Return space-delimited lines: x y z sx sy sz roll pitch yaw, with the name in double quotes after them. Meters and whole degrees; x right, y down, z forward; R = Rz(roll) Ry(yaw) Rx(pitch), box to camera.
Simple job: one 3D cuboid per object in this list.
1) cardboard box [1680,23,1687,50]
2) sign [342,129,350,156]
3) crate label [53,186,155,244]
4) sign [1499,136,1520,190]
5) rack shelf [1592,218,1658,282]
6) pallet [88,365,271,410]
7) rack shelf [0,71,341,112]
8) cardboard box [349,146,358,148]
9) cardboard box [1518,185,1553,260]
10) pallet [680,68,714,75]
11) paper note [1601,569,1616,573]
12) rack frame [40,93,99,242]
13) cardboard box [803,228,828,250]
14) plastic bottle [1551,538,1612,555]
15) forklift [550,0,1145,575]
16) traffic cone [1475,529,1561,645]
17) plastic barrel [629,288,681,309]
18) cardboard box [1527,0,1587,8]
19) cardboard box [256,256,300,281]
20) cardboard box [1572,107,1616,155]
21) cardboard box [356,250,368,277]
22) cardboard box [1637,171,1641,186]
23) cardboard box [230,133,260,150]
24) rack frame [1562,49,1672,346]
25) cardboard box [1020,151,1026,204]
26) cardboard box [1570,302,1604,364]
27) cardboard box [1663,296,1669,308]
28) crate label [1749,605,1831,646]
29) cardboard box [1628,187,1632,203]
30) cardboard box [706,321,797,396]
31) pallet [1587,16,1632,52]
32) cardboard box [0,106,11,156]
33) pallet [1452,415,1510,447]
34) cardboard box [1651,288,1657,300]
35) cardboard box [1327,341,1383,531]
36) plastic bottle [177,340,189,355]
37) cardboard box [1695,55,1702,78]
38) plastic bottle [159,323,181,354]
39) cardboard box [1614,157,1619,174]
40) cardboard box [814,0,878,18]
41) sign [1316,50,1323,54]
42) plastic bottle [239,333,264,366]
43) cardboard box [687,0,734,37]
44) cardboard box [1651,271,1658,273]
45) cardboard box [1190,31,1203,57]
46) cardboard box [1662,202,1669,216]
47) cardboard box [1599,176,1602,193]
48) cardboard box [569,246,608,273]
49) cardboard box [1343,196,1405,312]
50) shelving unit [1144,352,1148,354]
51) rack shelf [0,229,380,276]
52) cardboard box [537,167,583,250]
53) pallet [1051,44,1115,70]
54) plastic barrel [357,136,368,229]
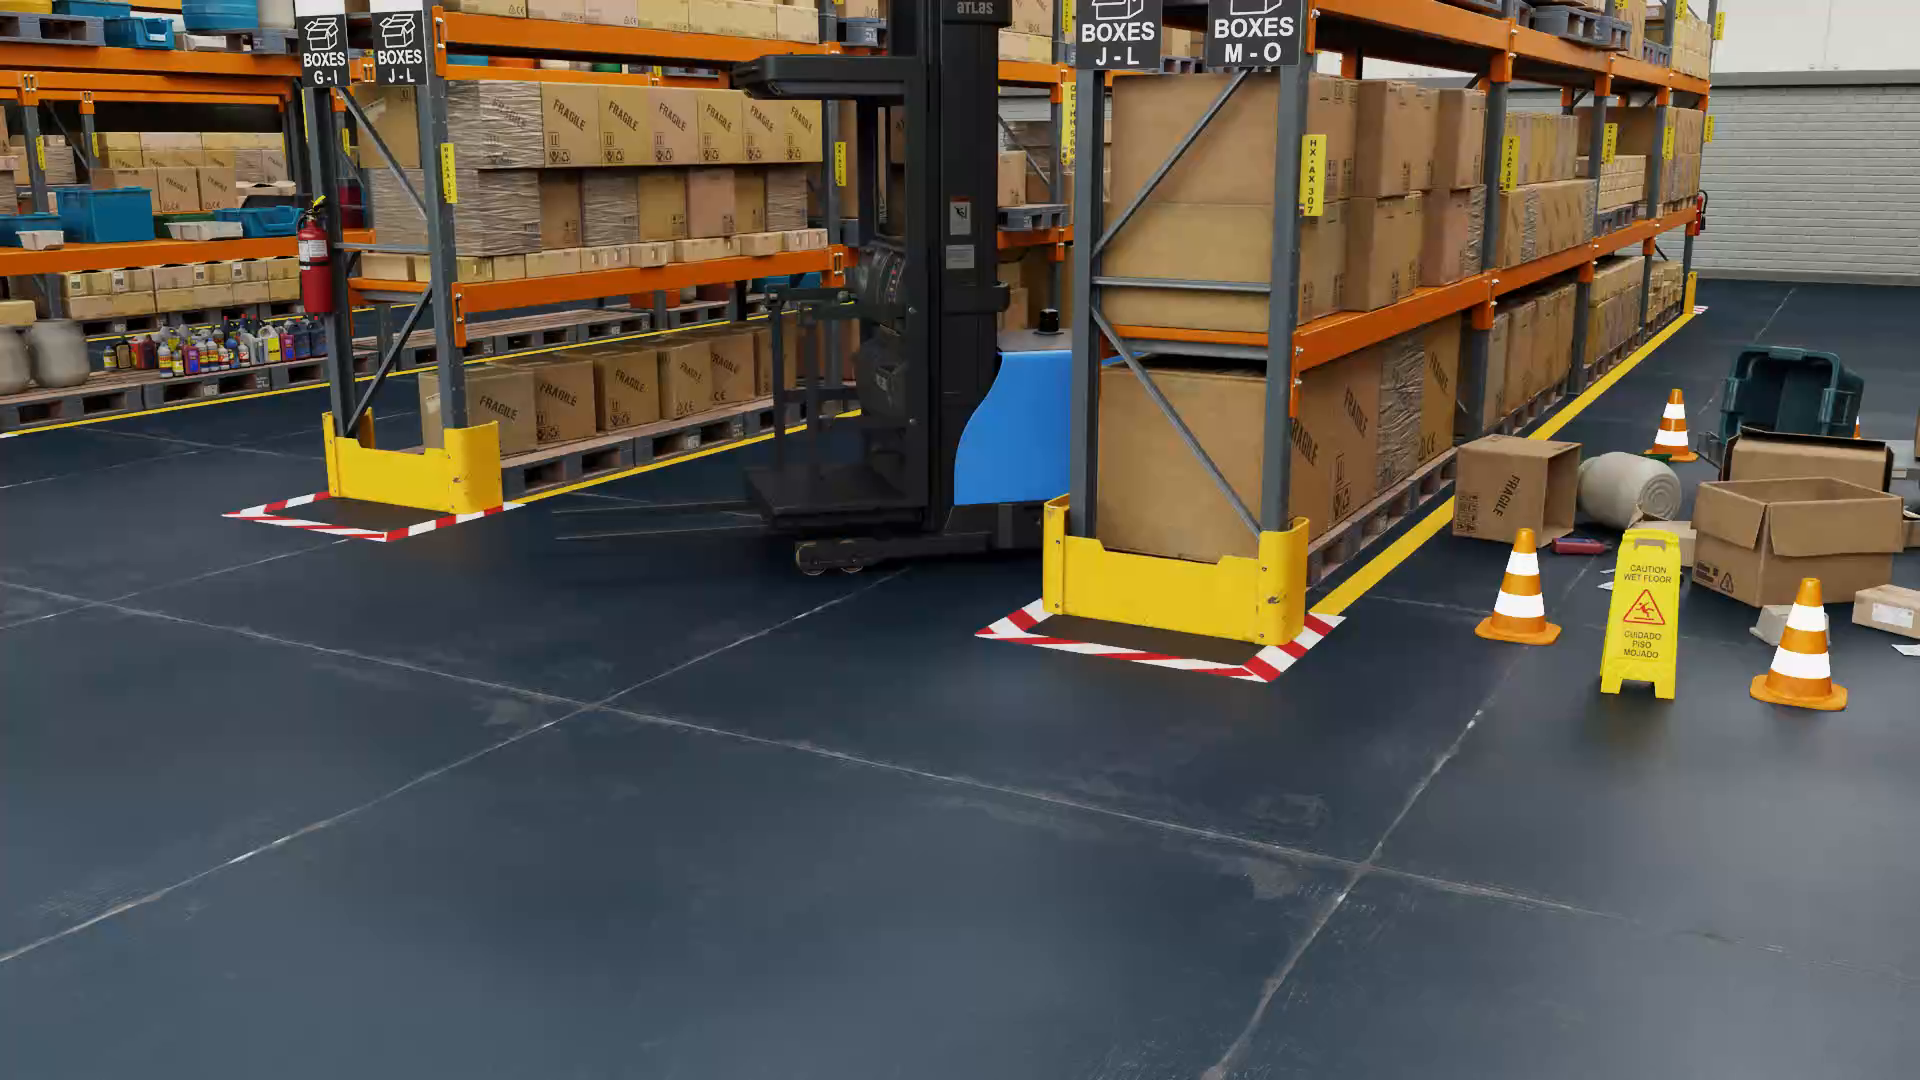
7.455 -5.367 17.750 0.500 0.250 0.500 7 15 28 "cardboard box"
-7.642 -4.952 20.702 0.100 0.325 0.005 7 15 28 "sign"
-7.010 -2.673 13.646 0.502 0.435 0.616 7 15 28 "crate label"
3.386 -2.321 10.245 0.100 0.325 0.005 7 15 28 "sign"
5.800 -2.806 15.806 1.077 0.370 4.000 7 15 28 "rack shelf"
-6.679 -1.328 14.093 1.003 0.211 1.213 7 15 28 "pallet"
-9.097 -5.149 19.126 1.077 0.370 4.000 7 15 28 "rack shelf"
-10.258 -6.087 27.243 0.980 0.700 0.700 8 16 29 "cardboard box"
3.877 -2.256 11.779 0.500 0.500 0.500 7 15 28 "cardboard box"
-2.701 -5.671 20.159 1.003 0.211 1.213 7 15 28 "pallet"
3.274 0.155 8.367 0.123 0.001 0.032 -8 16 -30 "paper note"
-12.468 -5.011 23.420 1.000 3.000 0.127 7 15 28 "rack frame"
-1.240 -2.308 12.741 0.380 0.149 0.250 7 15 28 "cardboard box"
3.275 0.035 8.759 0.283 0.061 0.133 2 14 9 "plastic bottle"
-0.602 -1.385 8.526 3.031 2.935 1.130 -4 14 -15 "forklift"
2.466 0.181 7.294 0.336 0.463 0.334 7 15 28 "traffic cone"
-3.574 -3.140 19.394 0.600 0.830 0.708 7 15 28 "plastic barrel"
4.238 -4.116 11.985 0.500 0.500 0.500 7 15 28 "cardboard box"
-8.413 -3.348 20.296 0.500 0.311 0.500 7 15 27 "cardboard box"
6.758 -4.372 17.787 0.500 0.500 0.500 7 15 26 "cardboard box"
-7.660 -3.511 21.590 0.500 0.500 0.500 8 16 30 "cardboard box"
6.621 -3.634 16.713 0.380 0.149 0.250 7 15 28 "cardboard box"
-11.038 -6.066 25.305 0.500 0.250 0.500 8 16 29 "cardboard box"
6.767 -3.566 17.424 1.000 3.000 0.127 7 15 28 "rack frame"
0.314 -3.465 15.897 0.500 0.500 0.500 5 15 21 "cardboard box"
5.399 -1.850 14.746 0.500 0.500 0.500 7 15 26 "cardboard box"
8.064 -2.799 19.430 0.380 0.149 0.250 8 16 29 "cardboard box"
3.616 0.369 7.210 0.250 0.136 0.298 0 14 -1 "crate label"
6.380 -3.388 16.327 0.380 0.149 0.250 7 15 25 "cardboard box"
-1.622 -1.419 12.955 0.500 0.500 0.500 7 15 26 "cardboard box"
4.569 -3.973 13.117 1.213 0.211 1.003 8 16 31 "pallet"
-10.272 -4.218 17.147 0.700 0.500 0.500 7 15 28 "cardboard box"
3.207 -0.736 11.635 1.003 0.211 1.213 7 15 28 "pallet"
7.639 -2.792 18.765 0.380 0.149 0.250 8 16 31 "cardboard box"
1.660 -0.602 8.769 0.875 0.875 0.875 7 15 27 "cardboard box"
-6.742 -1.634 14.445 0.097 0.201 0.097 0 14 0 "plastic bottle"
8.221 -5.443 19.129 0.500 0.250 0.500 8 16 30 "cardboard box"
-6.869 -1.712 14.447 0.144 0.351 0.185 8 16 30 "plastic bottle"
5.860 -3.459 15.352 0.380 0.149 0.250 8 16 30 "cardboard box"
-1.079 -4.305 12.973 0.797 0.503 0.637 7 15 25 "cardboard box"
4.876 -6.755 22.532 0.100 0.325 0.005 7 15 28 "sign"
-6.119 -1.655 14.370 0.152 0.276 0.135 8 16 29 "plastic bottle"
-1.889 -3.558 11.312 0.500 0.250 0.500 7 15 28 "cardboard box"
7.739 -2.992 18.961 0.380 0.149 0.250 7 15 26 "cardboard box"
2.800 -6.075 20.111 0.700 0.500 0.500 6 15 25 "cardboard box"
7.649 -3.686 18.459 0.380 0.149 0.250 8 16 29 "cardboard box"
5.372 -3.104 14.514 0.380 0.149 0.250 8 16 31 "cardboard box"
-2.479 -1.799 10.630 0.380 0.149 0.250 7 15 28 "cardboard box"
1.733 -1.474 8.427 0.875 0.550 0.550 7 15 28 "cardboard box"
1.165 -0.829 10.072 0.538 1.125 1.048 4 14 14 "shelving unit"
-6.696 -2.308 13.743 1.077 0.370 4.000 7 15 28 "rack shelf"
-2.900 -2.106 10.519 0.875 0.500 0.500 7 15 28 "cardboard box"
0.805 -4.832 16.680 1.213 0.211 1.003 8 16 31 "pallet"
-5.277 -3.357 15.488 0.600 0.901 0.708 7 15 28 "plastic barrel"
